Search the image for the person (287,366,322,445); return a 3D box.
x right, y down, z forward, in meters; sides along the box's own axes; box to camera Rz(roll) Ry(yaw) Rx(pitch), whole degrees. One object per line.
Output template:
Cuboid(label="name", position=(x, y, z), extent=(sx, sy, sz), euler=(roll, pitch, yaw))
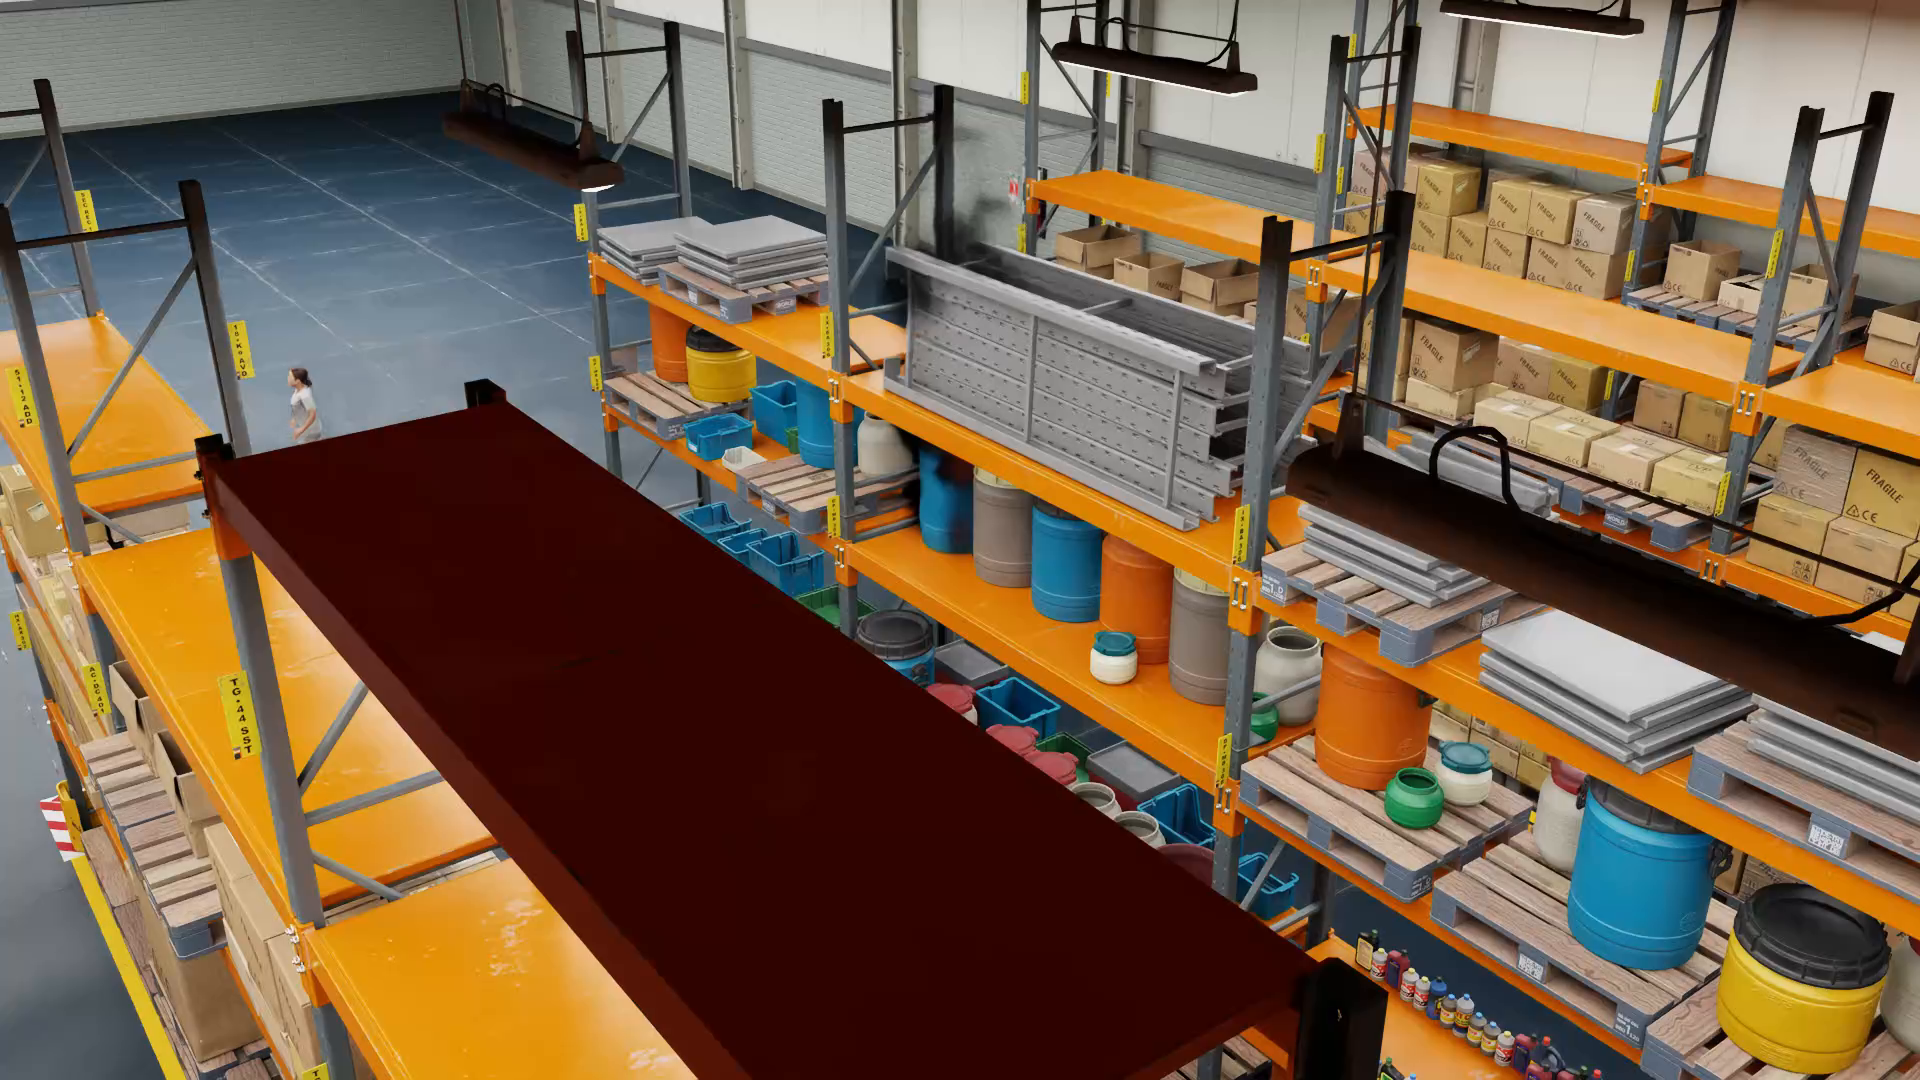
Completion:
Cuboid(label="person", position=(-7.701, -1.322, 19.931), extent=(0.622, 1.621, 0.550), euler=(-10, 27, -20))
